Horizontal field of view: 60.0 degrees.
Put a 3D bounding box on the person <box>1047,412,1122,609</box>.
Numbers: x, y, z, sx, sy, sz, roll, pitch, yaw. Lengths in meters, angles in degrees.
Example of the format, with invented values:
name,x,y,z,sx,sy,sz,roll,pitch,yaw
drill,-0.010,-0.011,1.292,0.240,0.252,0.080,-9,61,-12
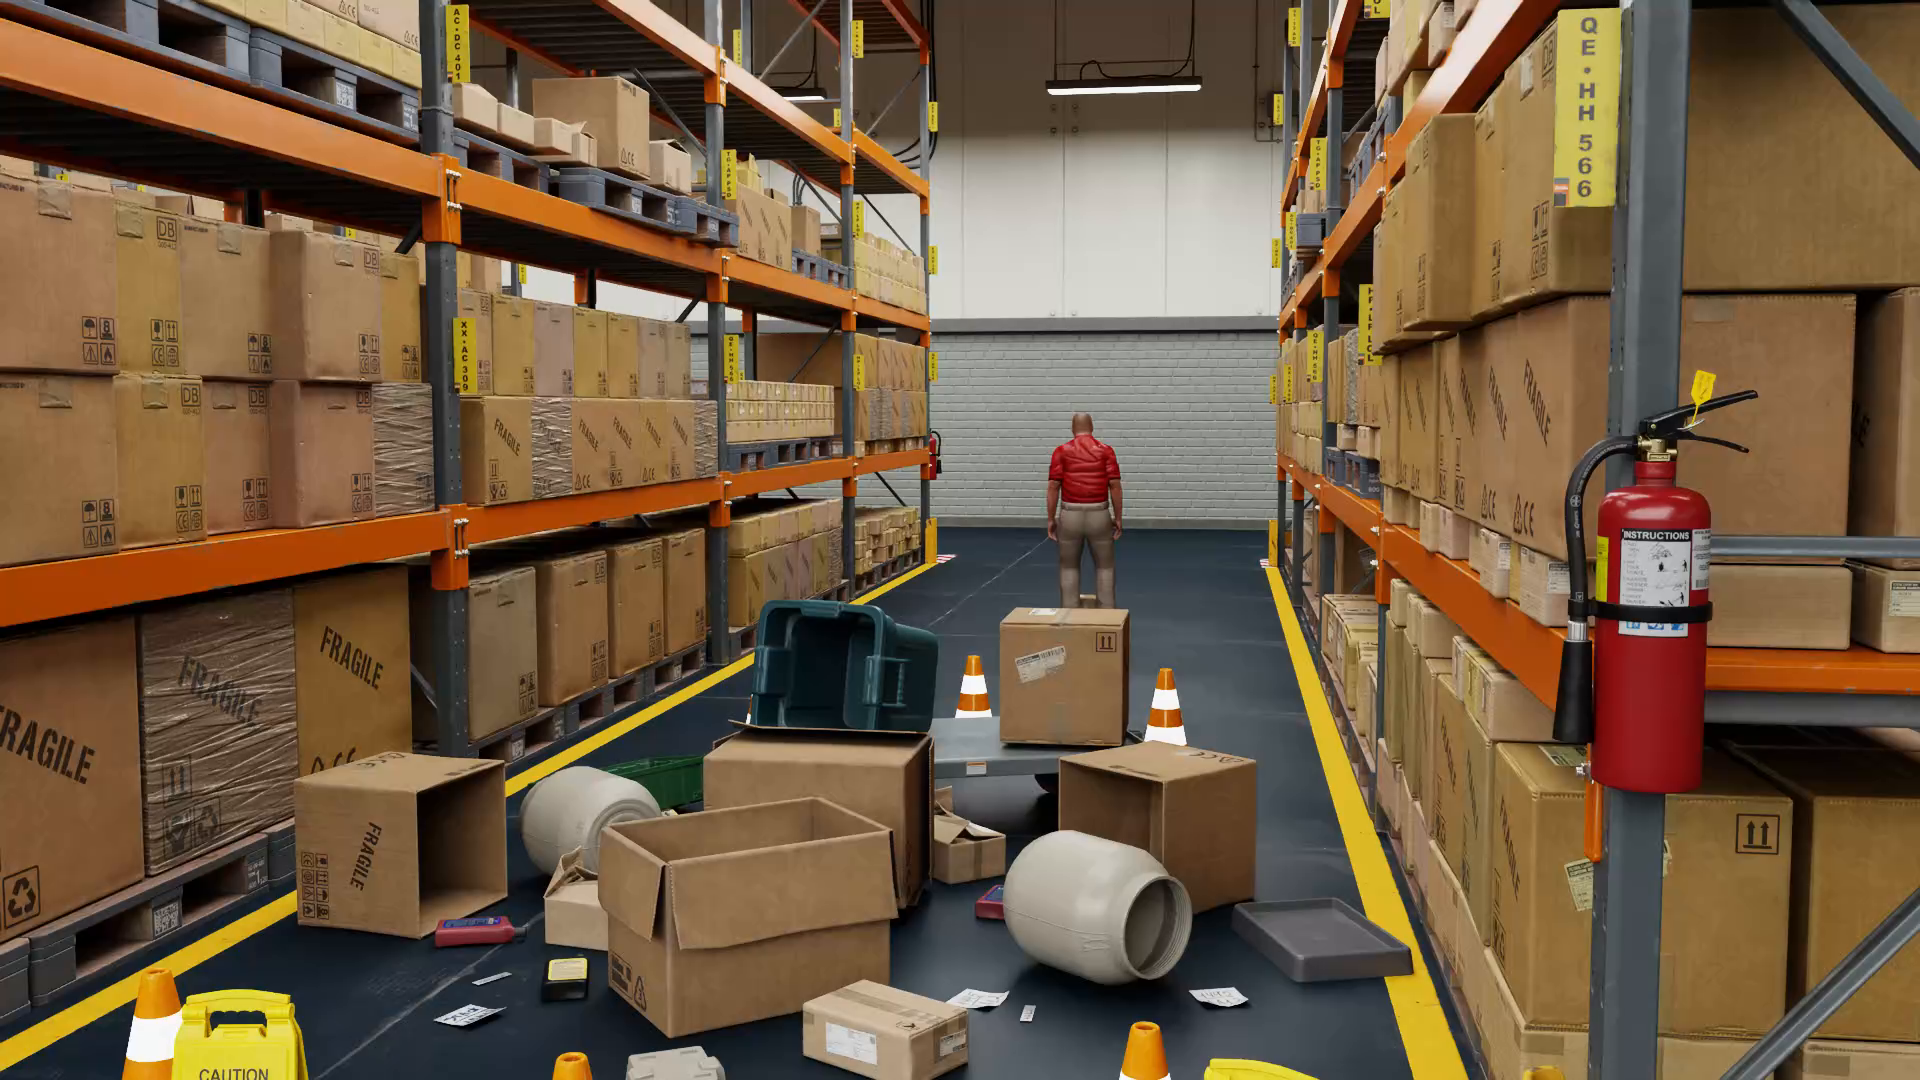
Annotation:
name,x,y,z,sx,sy,sz,roll,pitch,yaw
person,0.982,-0.139,13.015,0.605,1.726,0.393,0,4,5
